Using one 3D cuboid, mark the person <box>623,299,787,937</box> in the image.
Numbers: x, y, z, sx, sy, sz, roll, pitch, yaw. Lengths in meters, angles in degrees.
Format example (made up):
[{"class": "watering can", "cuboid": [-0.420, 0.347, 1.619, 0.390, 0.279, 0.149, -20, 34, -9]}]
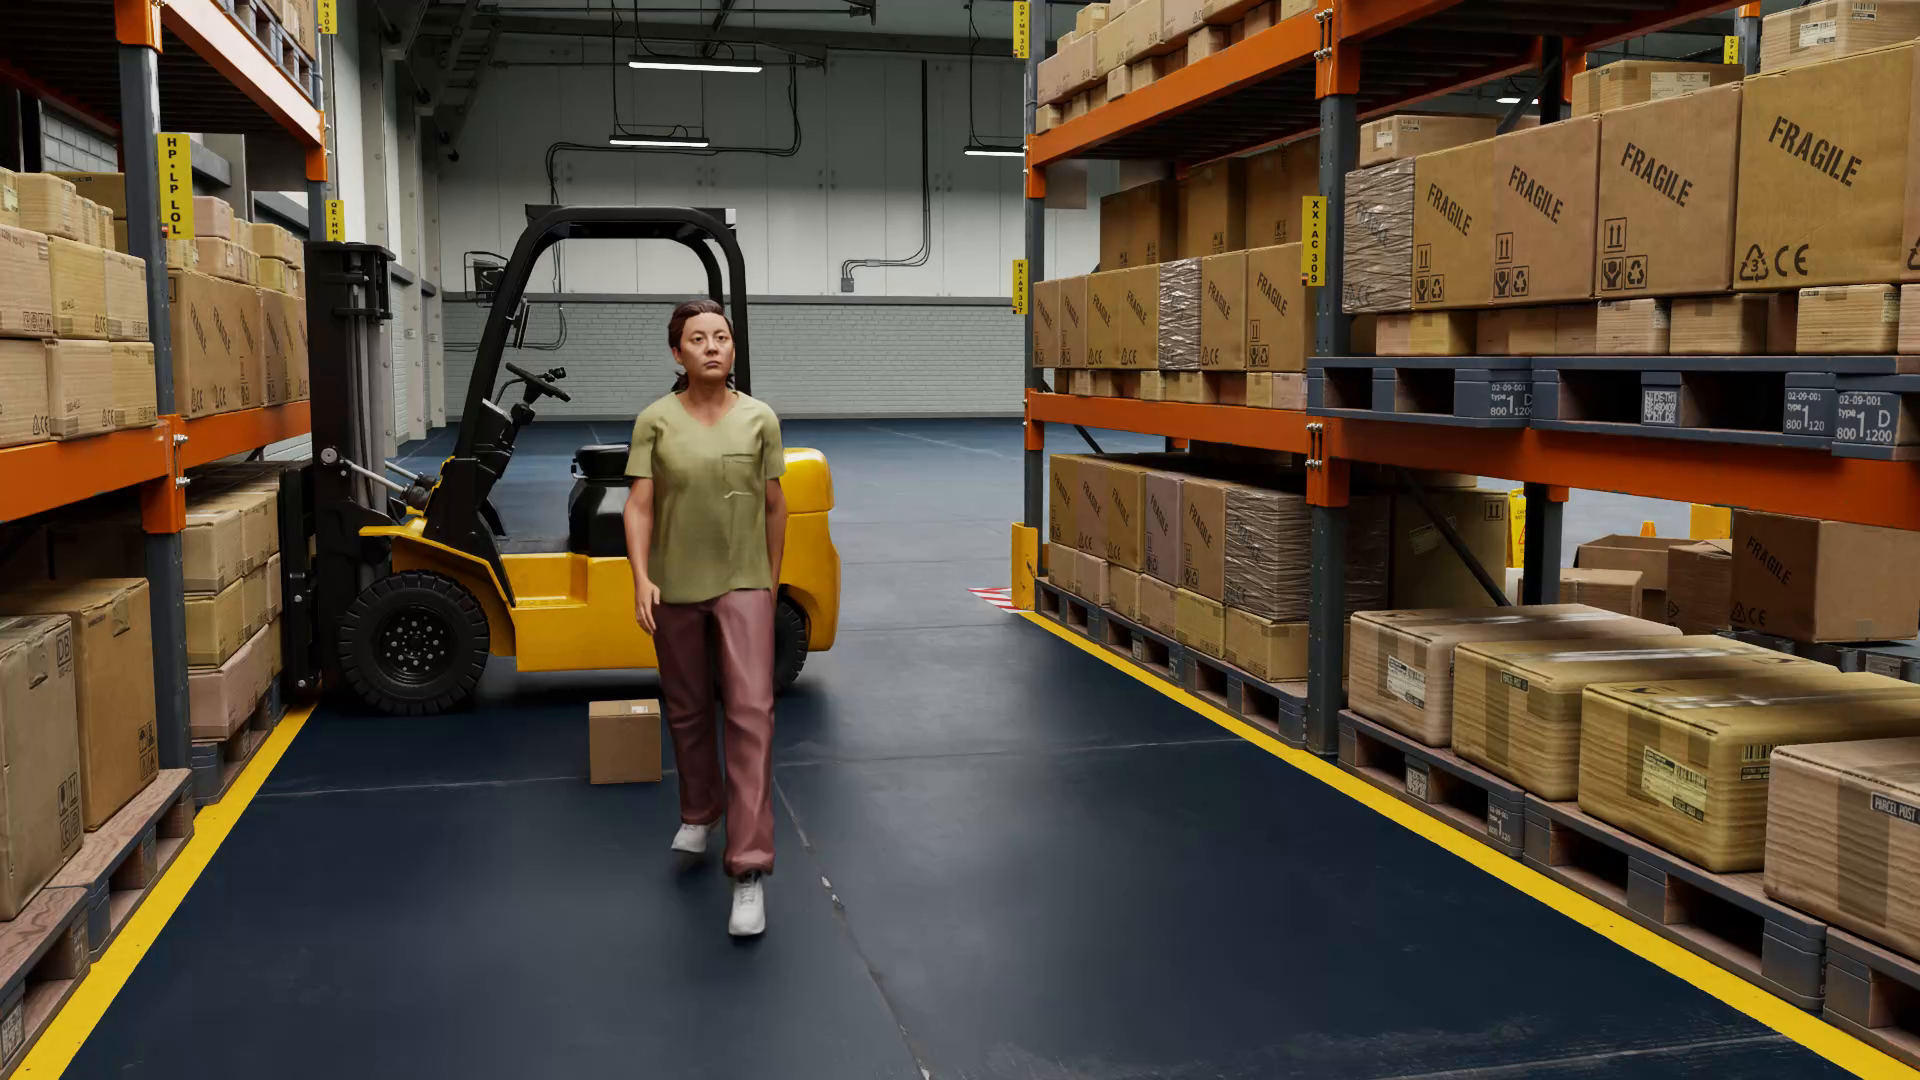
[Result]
[{"class": "person", "cuboid": [-0.705, 0.156, 4.599, 0.443, 1.635, 0.943, 0, 6, -4]}]
